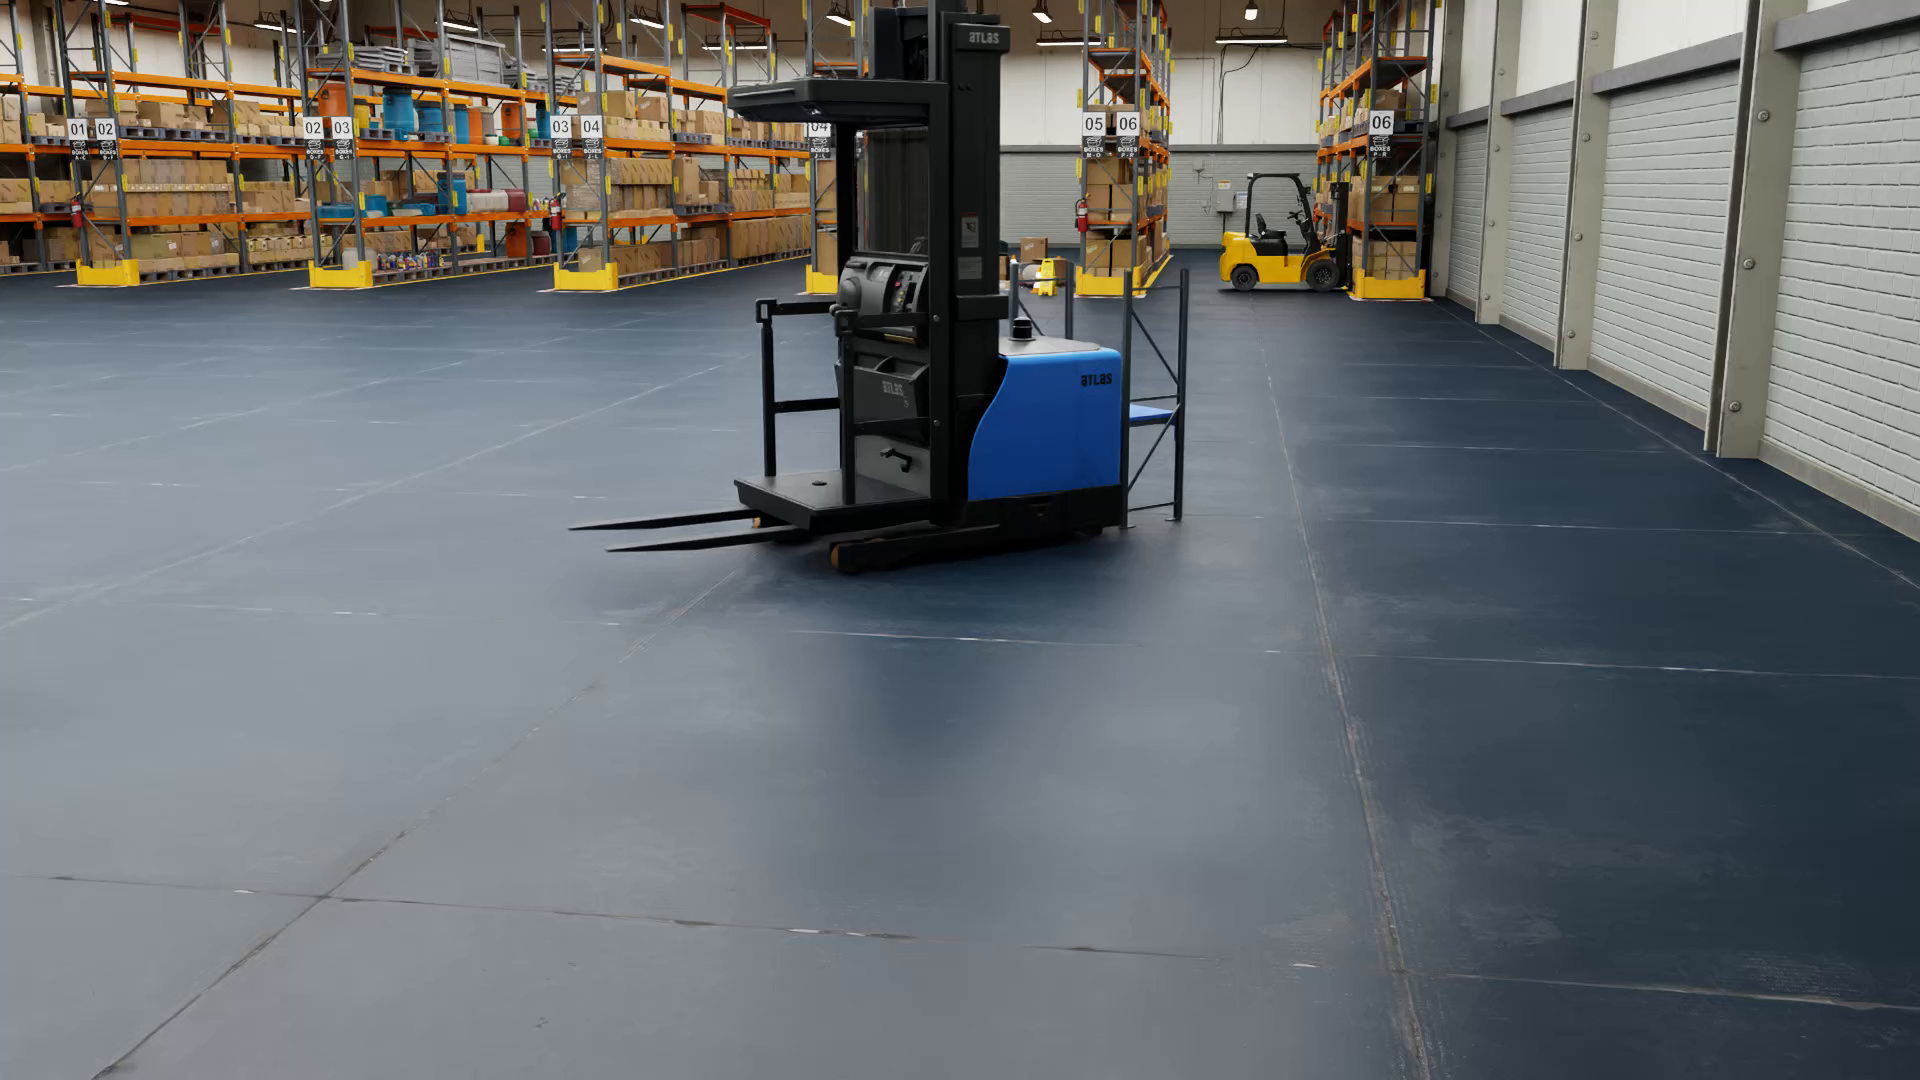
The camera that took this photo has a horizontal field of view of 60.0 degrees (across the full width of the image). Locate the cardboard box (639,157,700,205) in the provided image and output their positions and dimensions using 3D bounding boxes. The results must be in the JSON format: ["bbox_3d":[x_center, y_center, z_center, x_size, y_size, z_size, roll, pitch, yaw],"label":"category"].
[{"bbox_3d":[-6.245,-7.719,35.768,1.000,1.000,1.000,2,12,9],"label":"cardboard box"}]

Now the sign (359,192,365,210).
[{"bbox_3d":[-11.472,-6.504,31.894,0.100,0.325,0.005,2,12,9],"label":"sign"}]

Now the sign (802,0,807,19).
[{"bbox_3d":[-2.769,-9.493,29.779,0.100,0.325,0.005,2,12,9],"label":"sign"}]

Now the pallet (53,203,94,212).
[{"bbox_3d":[-20.837,-7.866,39.329,1.003,0.211,1.213,2,12,9],"label":"pallet"}]

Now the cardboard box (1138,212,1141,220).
[{"bbox_3d":[3.158,-6.004,30.827,0.380,0.149,0.250,2,12,10],"label":"cardboard box"}]

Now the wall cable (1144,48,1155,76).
[{"bbox_3d":[5.729,-13.362,50.135,0.463,3.000,0.029,2,12,9],"label":"wall cable"}]

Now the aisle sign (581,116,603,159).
[{"bbox_3d":[-6.834,-7.475,30.887,0.394,0.787,0.004,2,12,9],"label":"aisle sign"}]

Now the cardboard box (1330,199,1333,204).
[{"bbox_3d":[8.529,-7.642,37.435,0.380,0.149,0.250,2,12,10],"label":"cardboard box"}]

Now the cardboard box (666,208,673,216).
[{"bbox_3d":[-6.248,-6.882,34.904,0.380,0.149,0.250,2,12,9],"label":"cardboard box"}]

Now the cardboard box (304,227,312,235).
[{"bbox_3d":[-19.352,-8.873,48.483,0.700,0.500,0.500,2,12,9],"label":"cardboard box"}]

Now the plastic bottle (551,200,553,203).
[{"bbox_3d":[-10.176,-8.333,41.344,0.097,0.271,0.097,0,12,0],"label":"plastic bottle"}]

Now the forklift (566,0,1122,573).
[{"bbox_3d":[-0.601,-1.385,8.961,3.031,2.935,1.130,-7,14,-30],"label":"forklift"}]

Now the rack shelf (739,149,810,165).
[{"bbox_3d":[-4.967,-10.256,44.548,1.077,0.370,4.000,2,12,9],"label":"rack shelf"}]

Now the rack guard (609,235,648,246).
[{"bbox_3d":[-9.563,-8.501,47.754,1.175,0.500,0.348,2,12,9],"label":"rack guard"}]

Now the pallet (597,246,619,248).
[{"bbox_3d":[-9.719,-8.184,46.968,1.003,0.211,1.213,2,12,9],"label":"pallet"}]

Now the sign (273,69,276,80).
[{"bbox_3d":[-19.890,-13.525,48.297,0.100,0.325,0.005,2,12,9],"label":"sign"}]

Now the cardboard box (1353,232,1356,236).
[{"bbox_3d":[9.341,-7.081,38.625,0.380,0.149,0.250,2,12,9],"label":"cardboard box"}]

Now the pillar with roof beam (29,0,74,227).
[{"bbox_3d":[-17.374,-10.924,38.822,9.100,9.000,0.548,2,12,9],"label":"pillar with roof beam"}]

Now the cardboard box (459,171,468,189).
[{"bbox_3d":[-14.321,-10.210,47.138,0.500,0.500,0.500,2,12,10],"label":"cardboard box"}]

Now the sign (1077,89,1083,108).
[{"bbox_3d":[2.126,-7.827,29.469,0.100,0.325,0.005,2,12,9],"label":"sign"}]

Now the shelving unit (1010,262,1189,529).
[{"bbox_3d":[0.828,-0.915,10.177,0.538,1.500,1.048,-9,15,-37],"label":"shelving unit"}]

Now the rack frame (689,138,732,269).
[{"bbox_3d":[-5.890,-7.892,38.993,1.000,3.000,0.127,2,12,9],"label":"rack frame"}]

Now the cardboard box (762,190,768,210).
[{"bbox_3d":[-5.160,-8.564,41.877,0.500,0.500,0.500,2,12,10],"label":"cardboard box"}]

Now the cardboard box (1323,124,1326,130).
[{"bbox_3d":[8.943,-9.939,40.026,0.380,0.149,0.250,2,12,10],"label":"cardboard box"}]

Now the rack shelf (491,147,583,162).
[{"bbox_3d":[-10.477,-9.583,41.429,1.077,0.370,4.000,2,12,9],"label":"rack shelf"}]

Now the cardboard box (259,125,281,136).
[{"bbox_3d":[-15.939,-9.375,38.116,0.500,0.250,0.500,1,12,4],"label":"cardboard box"}]

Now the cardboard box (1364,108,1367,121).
[{"bbox_3d":[7.443,-7.635,29.767,0.396,0.266,0.258,2,12,9],"label":"cardboard box"}]

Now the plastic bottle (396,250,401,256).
[{"bbox_3d":[-11.934,-5.985,35.389,0.144,0.351,0.185,2,12,10],"label":"plastic bottle"}]

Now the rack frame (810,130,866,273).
[{"bbox_3d":[-2.235,-6.045,30.422,1.000,3.000,0.127,2,12,9],"label":"rack frame"}]

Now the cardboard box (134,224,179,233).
[{"bbox_3d":[-20.331,-7.677,42.100,0.750,0.750,0.750,2,12,8],"label":"cardboard box"}]

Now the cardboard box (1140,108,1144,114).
[{"bbox_3d":[3.162,-7.859,30.424,0.380,0.149,0.250,2,12,8],"label":"cardboard box"}]

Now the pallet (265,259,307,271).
[{"bbox_3d":[-16.033,-6.427,38.815,1.003,0.211,1.213,2,12,9],"label":"pallet"}]

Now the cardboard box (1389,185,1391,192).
[{"bbox_3d":[8.143,-6.492,30.720,0.380,0.149,0.250,2,12,8],"label":"cardboard box"}]

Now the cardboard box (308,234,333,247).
[{"bbox_3d":[-15.515,-7.232,40.129,0.500,0.311,0.500,2,12,10],"label":"cardboard box"}]

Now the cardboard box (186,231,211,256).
[{"bbox_3d":[-16.310,-6.297,35.343,0.500,0.500,0.500,2,12,9],"label":"cardboard box"}]

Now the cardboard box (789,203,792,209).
[{"bbox_3d":[-4.702,-8.922,44.371,0.380,0.149,0.250,2,12,9],"label":"cardboard box"}]

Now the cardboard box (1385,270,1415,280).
[{"bbox_3d":[7.845,-4.702,29.724,0.500,0.250,0.500,2,12,9],"label":"cardboard box"}]

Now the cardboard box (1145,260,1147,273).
[{"bbox_3d":[3.461,-5.468,33.273,0.500,0.250,0.500,2,12,11],"label":"cardboard box"}]

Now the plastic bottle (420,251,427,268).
[{"bbox_3d":[-11.293,-5.889,34.944,0.144,0.351,0.185,2,12,8],"label":"plastic bottle"}]

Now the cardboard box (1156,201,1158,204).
[{"bbox_3d":[4.374,-7.808,38.958,0.500,0.250,0.500,2,12,11],"label":"cardboard box"}]

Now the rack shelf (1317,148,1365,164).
[{"bbox_3d":[9.730,-9.774,42.316,1.077,0.370,4.000,2,12,9],"label":"rack shelf"}]

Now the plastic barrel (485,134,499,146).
[{"bbox_3d":[-10.749,-9.179,38.173,0.301,0.262,0.301,0,12,0],"label":"plastic barrel"}]

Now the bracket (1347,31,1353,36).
[{"bbox_3d":[11.420,-14.892,48.689,0.235,0.232,0.430,2,12,9],"label":"bracket"}]

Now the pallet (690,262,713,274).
[{"bbox_3d":[-6.202,-6.113,37.357,1.003,0.211,1.213,2,12,9],"label":"pallet"}]

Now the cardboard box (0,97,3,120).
[{"bbox_3d":[-21.072,-9.326,35.871,0.500,0.500,0.500,3,12,12],"label":"cardboard box"}]

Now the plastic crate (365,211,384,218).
[{"bbox_3d":[-11.559,-6.434,32.854,0.298,0.136,0.250,2,12,9],"label":"plastic crate"}]

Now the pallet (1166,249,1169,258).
[{"bbox_3d":[5.087,-7.704,44.740,1.003,0.211,1.213,2,12,9],"label":"pallet"}]

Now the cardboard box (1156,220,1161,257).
[{"bbox_3d":[4.369,-7.250,40.062,0.875,0.875,0.875,2,12,10],"label":"cardboard box"}]

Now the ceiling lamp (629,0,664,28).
[{"bbox_3d":[-7.532,-14.407,41.128,0.800,3.185,2.000,2,12,9],"label":"ceiling lamp"}]

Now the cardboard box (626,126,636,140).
[{"bbox_3d":[-6.638,-7.922,32.369,0.500,0.250,0.500,2,12,8],"label":"cardboard box"}]

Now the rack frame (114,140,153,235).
[{"bbox_3d":[-20.573,-8.373,41.227,1.000,3.000,0.127,2,12,9],"label":"rack frame"}]

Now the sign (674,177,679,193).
[{"bbox_3d":[-5.968,-7.466,34.964,0.100,0.325,0.005,2,12,9],"label":"sign"}]

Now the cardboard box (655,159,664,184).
[{"bbox_3d":[-6.378,-7.536,34.023,0.500,0.500,0.500,2,12,9],"label":"cardboard box"}]

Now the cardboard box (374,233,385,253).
[{"bbox_3d":[-15.094,-7.614,42.595,0.500,0.500,0.500,1,12,7],"label":"cardboard box"}]

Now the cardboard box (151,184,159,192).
[{"bbox_3d":[-16.517,-7.148,33.766,0.380,0.149,0.250,2,12,8],"label":"cardboard box"}]
